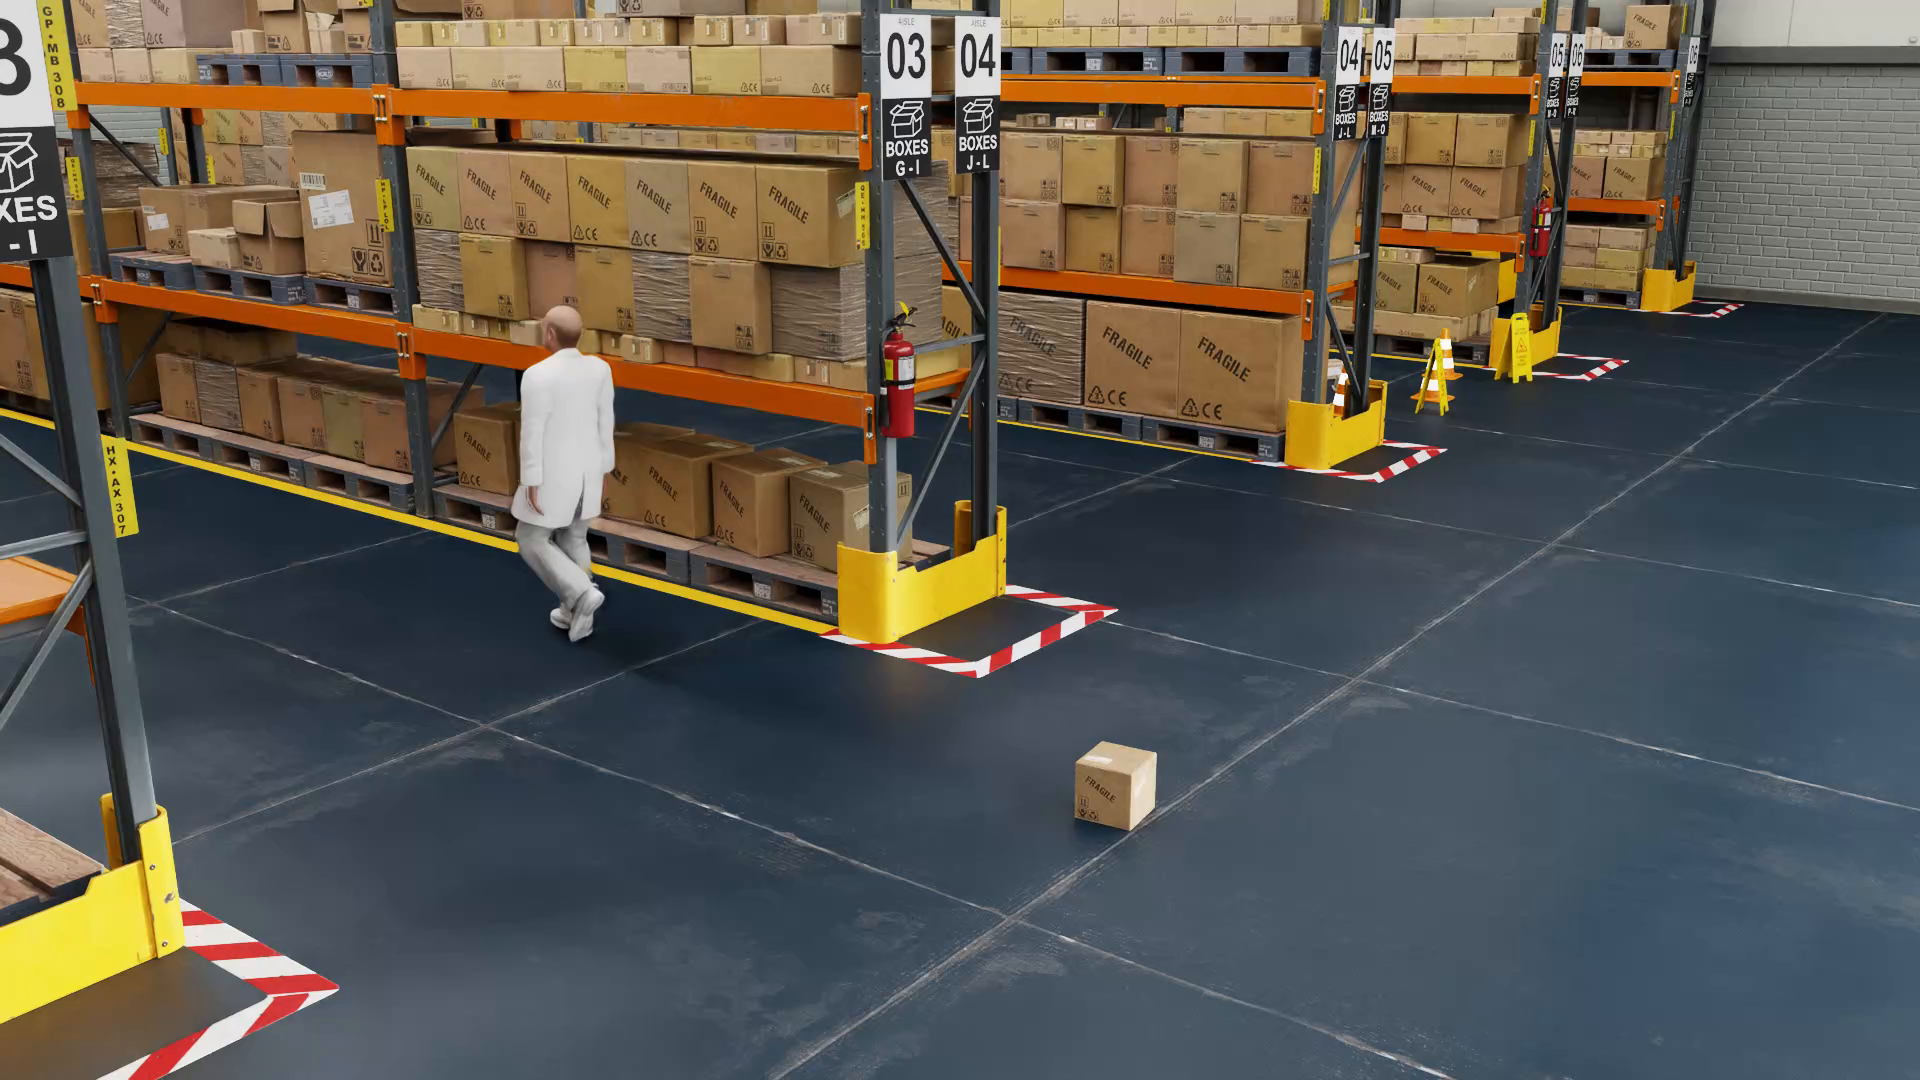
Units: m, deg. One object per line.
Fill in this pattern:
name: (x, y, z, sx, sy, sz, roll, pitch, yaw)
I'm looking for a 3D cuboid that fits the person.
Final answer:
person: (-2.050, -0.340, 8.633, 0.595, 1.759, 0.586, 14, 21, 39)
